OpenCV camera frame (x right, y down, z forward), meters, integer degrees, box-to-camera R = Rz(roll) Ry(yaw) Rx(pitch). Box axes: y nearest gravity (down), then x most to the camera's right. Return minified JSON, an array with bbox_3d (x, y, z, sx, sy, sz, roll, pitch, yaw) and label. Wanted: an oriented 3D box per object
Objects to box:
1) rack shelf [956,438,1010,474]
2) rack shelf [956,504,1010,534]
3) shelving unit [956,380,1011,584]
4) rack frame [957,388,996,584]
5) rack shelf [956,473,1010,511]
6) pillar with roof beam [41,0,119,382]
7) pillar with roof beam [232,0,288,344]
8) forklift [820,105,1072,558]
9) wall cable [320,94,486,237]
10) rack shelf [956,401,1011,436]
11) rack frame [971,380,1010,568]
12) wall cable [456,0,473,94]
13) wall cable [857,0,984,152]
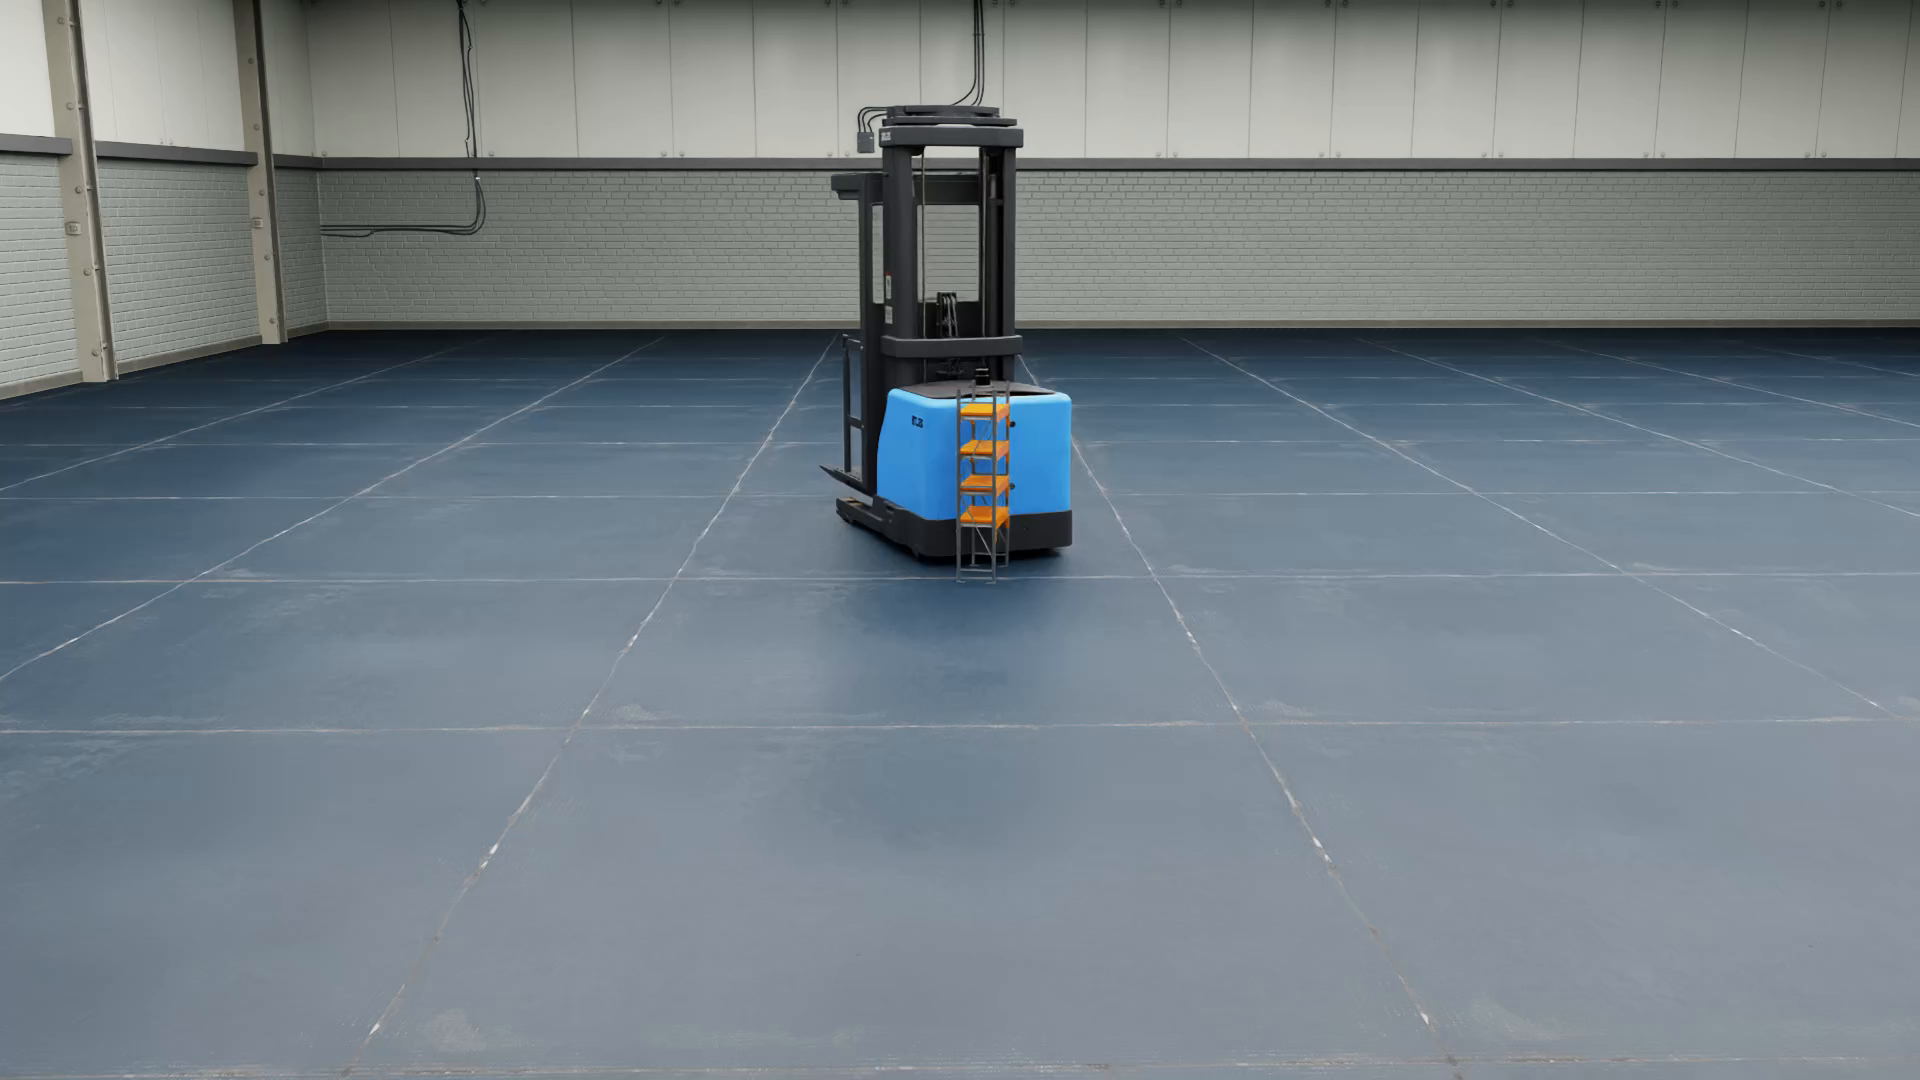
[{"bbox_3d":[0.146,-0.522,10.326,0.258,0.148,0.480,2,12,11],"label":"rack shelf"},{"bbox_3d":[0.146,-0.108,10.410,0.258,0.148,0.480,2,12,11],"label":"rack shelf"},{"bbox_3d":[0.146,-0.368,10.357,0.258,1.200,0.503,2,12,11],"label":"shelving unit"},{"bbox_3d":[0.100,-0.321,10.123,0.240,1.200,0.015,2,12,11],"label":"rack frame"},{"bbox_3d":[0.146,-0.303,10.371,0.258,0.148,0.480,2,12,11],"label":"rack shelf"},{"bbox_3d":[-7.036,-6.531,21.117,9.100,9.000,0.400,0,11,-1],"label":"pillar with roof beam"},{"bbox_3d":[-7.160,-7.723,26.996,9.100,9.000,0.400,0,11,-1],"label":"pillar with roof beam"},{"bbox_3d":[-0.267,-1.570,11.925,1.130,2.935,3.031,-4,12,-21],"label":"forklift"},{"bbox_3d":[-10.203,-6.775,30.131,3.097,2.526,0.112,0,11,-1],"label":"wall cable"},{"bbox_3d":[0.146,-0.754,10.279,0.258,0.148,0.480,2,12,11],"label":"rack shelf"},{"bbox_3d":[0.193,-0.416,10.592,0.240,1.200,0.015,2,12,11],"label":"rack frame"},{"bbox_3d":[-7.498,-9.261,29.683,3.097,2.526,0.112,0,11,-1],"label":"wall cable"},{"bbox_3d":[-0.711,-9.999,29.660,2.305,6.003,0.169,0,11,-1],"label":"wall cable"}]
